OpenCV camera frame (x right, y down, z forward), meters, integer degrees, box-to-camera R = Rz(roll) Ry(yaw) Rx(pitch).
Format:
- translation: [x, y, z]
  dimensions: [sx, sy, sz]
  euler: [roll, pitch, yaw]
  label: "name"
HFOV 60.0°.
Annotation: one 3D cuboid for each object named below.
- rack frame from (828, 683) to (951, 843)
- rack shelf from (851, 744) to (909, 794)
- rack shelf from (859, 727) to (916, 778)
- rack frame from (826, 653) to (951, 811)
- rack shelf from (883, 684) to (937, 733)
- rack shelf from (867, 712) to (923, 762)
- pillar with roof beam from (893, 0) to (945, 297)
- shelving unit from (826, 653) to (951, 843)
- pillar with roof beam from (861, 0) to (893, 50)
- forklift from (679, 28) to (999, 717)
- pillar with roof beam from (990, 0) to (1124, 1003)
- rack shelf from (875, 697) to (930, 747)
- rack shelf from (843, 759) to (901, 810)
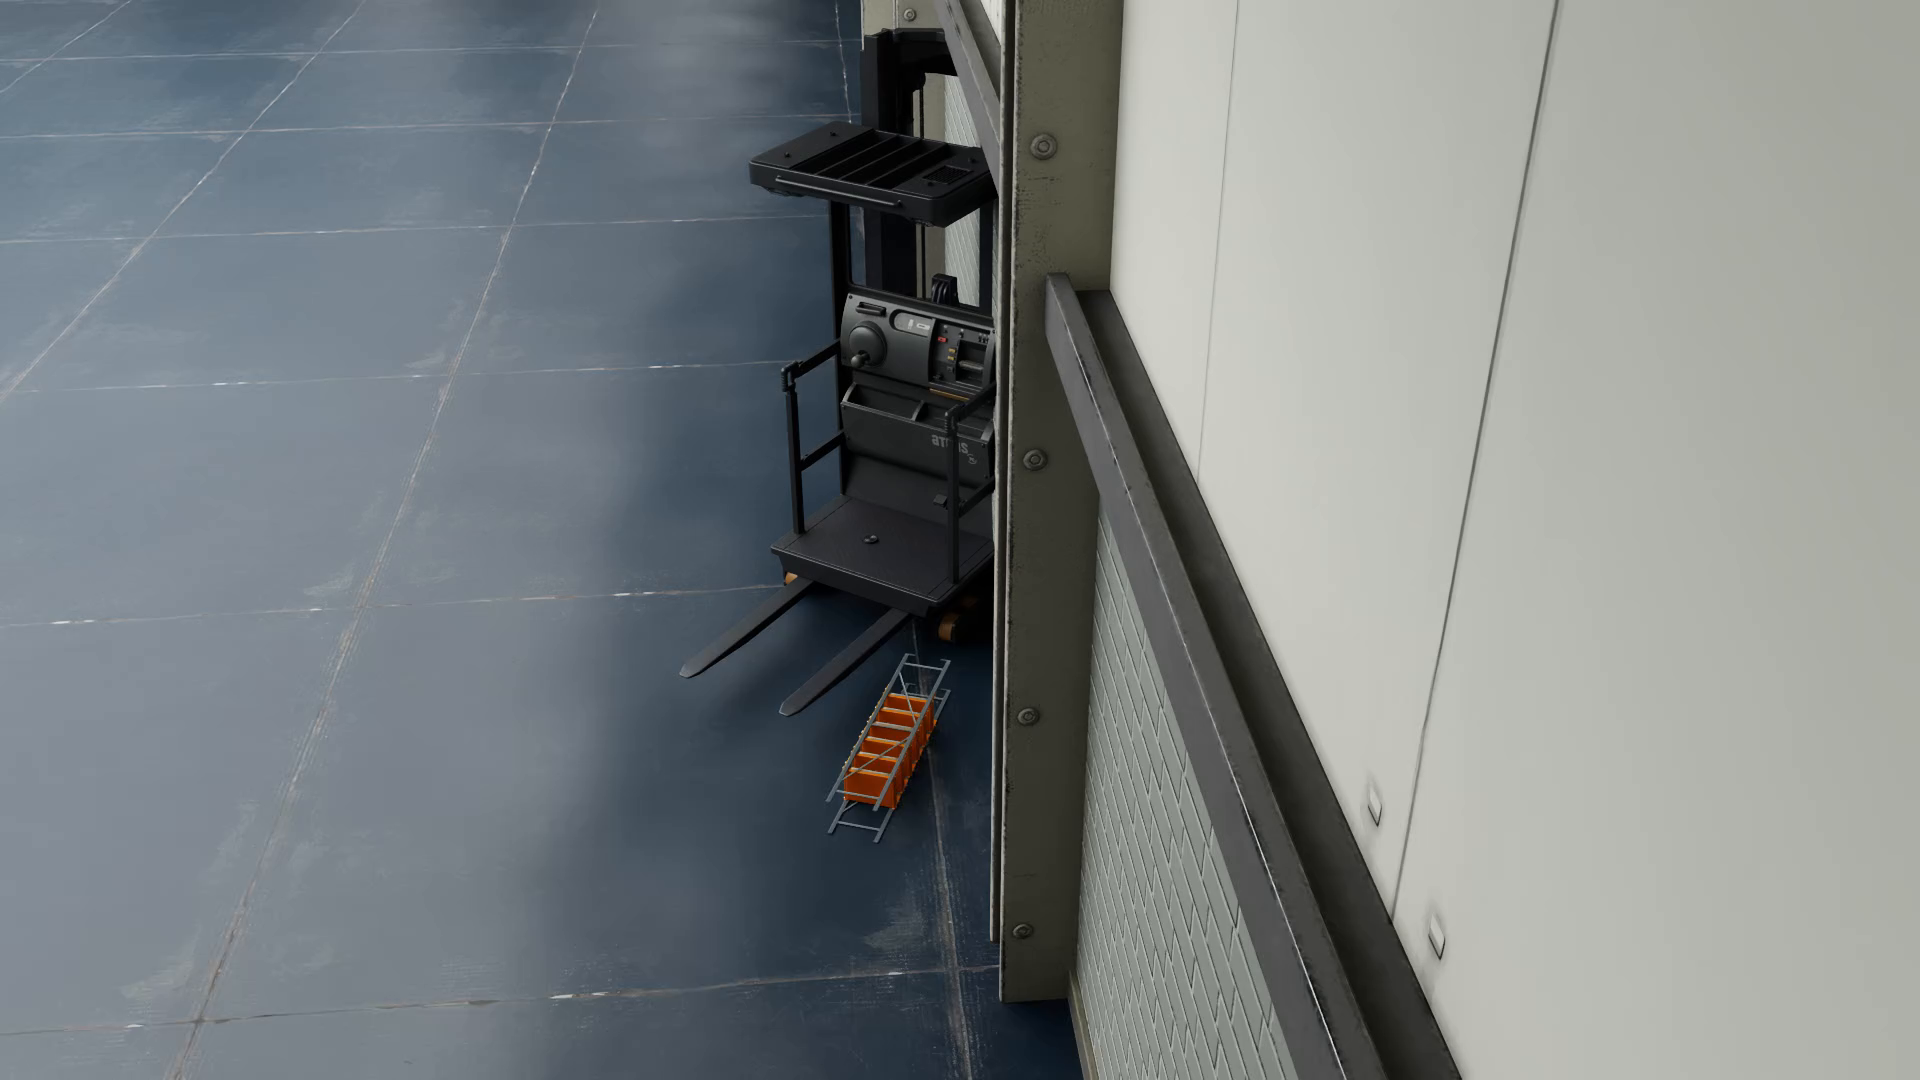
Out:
- translation: [-0.322, 1.046, 7.989]
  dimensions: [0.240, 0.006, 1.200]
  euler: [8, 32, 13]
  label: "rack frame"
- translation: [-0.375, 1.064, 7.780]
  dimensions: [0.258, 0.180, 0.103]
  euler: [8, 32, 13]
  label: "rack shelf"
- translation: [-0.342, 1.005, 7.879]
  dimensions: [0.258, 0.180, 0.103]
  euler: [8, 32, 13]
  label: "rack shelf"
- translation: [-0.322, 0.889, 7.895]
  dimensions: [0.240, 0.006, 1.200]
  euler: [8, 32, 13]
  label: "rack frame"
- translation: [-0.245, 0.827, 8.177]
  dimensions: [0.258, 0.180, 0.103]
  euler: [8, 32, 13]
  label: "rack shelf"
- translation: [-0.310, 0.945, 7.979]
  dimensions: [0.258, 0.180, 0.103]
  euler: [8, 32, 13]
  label: "rack shelf"
- translation: [-4.549, -4.978, 9.309]
  dimensions: [9.100, 9.000, 0.400]
  euler: [-3, 31, -5]
  label: "pillar with roof beam"
- translation: [-0.322, 0.967, 7.942]
  dimensions: [0.258, 0.189, 1.200]
  euler: [8, 32, 13]
  label: "shelving unit"
- translation: [-5.110, -8.042, 14.438]
  dimensions: [9.100, 9.000, 0.400]
  euler: [-3, 31, -5]
  label: "pillar with roof beam"
- translation: [-0.324, -0.981, 8.535]
  dimensions: [1.130, 2.935, 3.031]
  euler: [17, 35, 26]
  label: "forklift"
- translation: [-3.989, -1.915, 4.181]
  dimensions: [9.100, 9.000, 0.400]
  euler: [-3, 31, -5]
  label: "pillar with roof beam"
- translation: [-0.278, 0.886, 8.078]
  dimensions: [0.258, 0.180, 0.103]
  euler: [8, 32, 13]
  label: "rack shelf"
- translation: [-0.407, 1.123, 7.681]
  dimensions: [0.258, 0.180, 0.103]
  euler: [8, 32, 13]
  label: "rack shelf"
